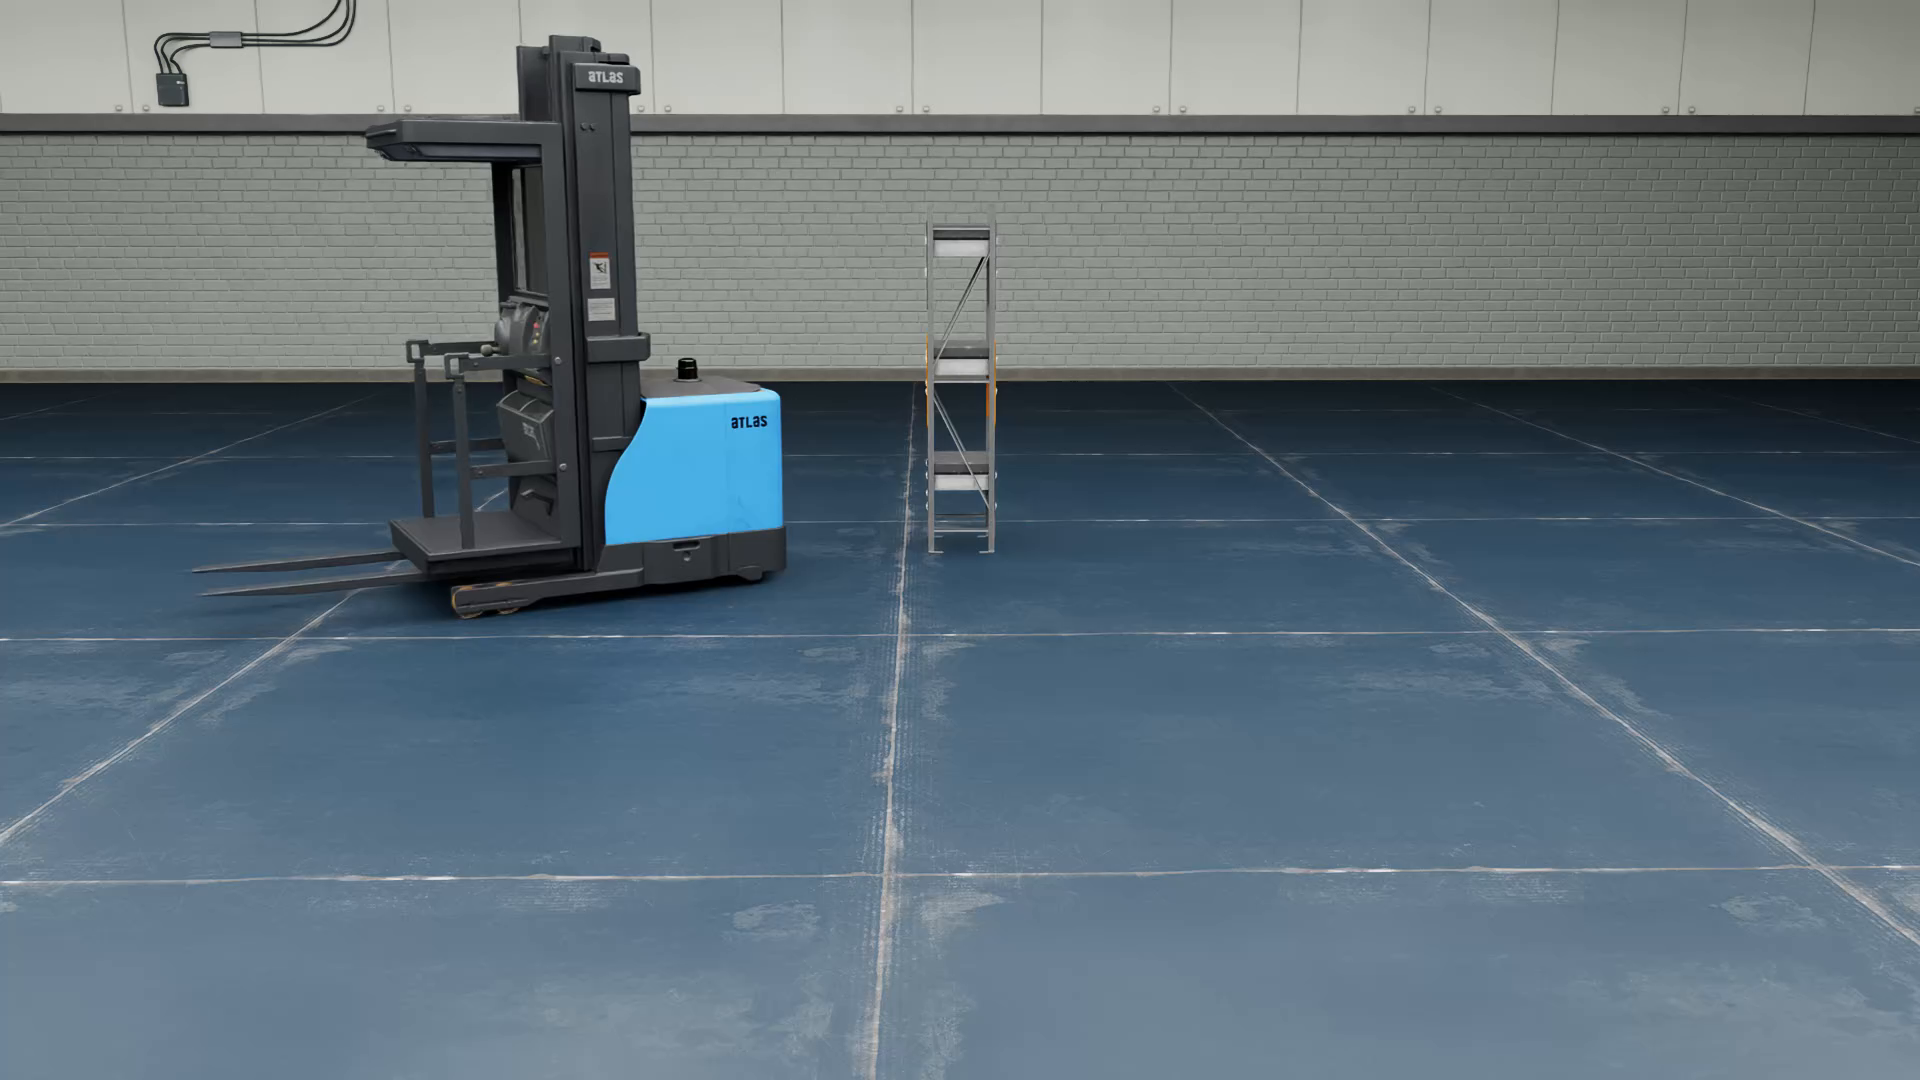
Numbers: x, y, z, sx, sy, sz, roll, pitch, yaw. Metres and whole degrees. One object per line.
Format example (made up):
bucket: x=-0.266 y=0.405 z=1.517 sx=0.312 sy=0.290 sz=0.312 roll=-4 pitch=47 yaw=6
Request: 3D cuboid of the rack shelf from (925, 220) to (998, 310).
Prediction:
rack shelf: x=0.003 y=-1.669 z=10.052 sx=0.431 sy=0.518 sz=0.480 roll=0 pitch=11 yaw=-1

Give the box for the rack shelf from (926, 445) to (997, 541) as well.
rack shelf: x=0.003 y=-0.297 z=10.330 sx=0.431 sy=0.518 sz=0.480 roll=0 pitch=11 yaw=-1

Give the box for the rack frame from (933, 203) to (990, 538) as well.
rack frame: x=-0.002 y=-1.045 z=10.427 sx=0.400 sy=2.100 sz=0.015 roll=0 pitch=11 yaw=-1

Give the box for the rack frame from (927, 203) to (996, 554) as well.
rack frame: x=0.008 y=-0.948 z=9.949 sx=0.400 sy=2.100 sz=0.015 roll=0 pitch=11 yaw=-1

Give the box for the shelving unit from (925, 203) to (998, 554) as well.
shelving unit: x=0.003 y=-0.996 z=10.188 sx=0.431 sy=2.100 sz=0.503 roll=0 pitch=11 yaw=-1

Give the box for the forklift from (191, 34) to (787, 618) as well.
forklift: x=-2.528 y=-1.152 z=8.864 sx=3.031 sy=2.935 sz=1.130 roll=-6 pitch=13 yaw=-28

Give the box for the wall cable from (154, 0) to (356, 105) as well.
wall cable: x=-8.045 y=-7.946 z=18.542 sx=2.305 sy=6.003 sz=0.169 roll=0 pitch=11 yaw=-1

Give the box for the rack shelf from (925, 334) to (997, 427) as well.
rack shelf: x=0.003 y=-0.983 z=10.191 sx=0.431 sy=0.518 sz=0.480 roll=0 pitch=11 yaw=-1
